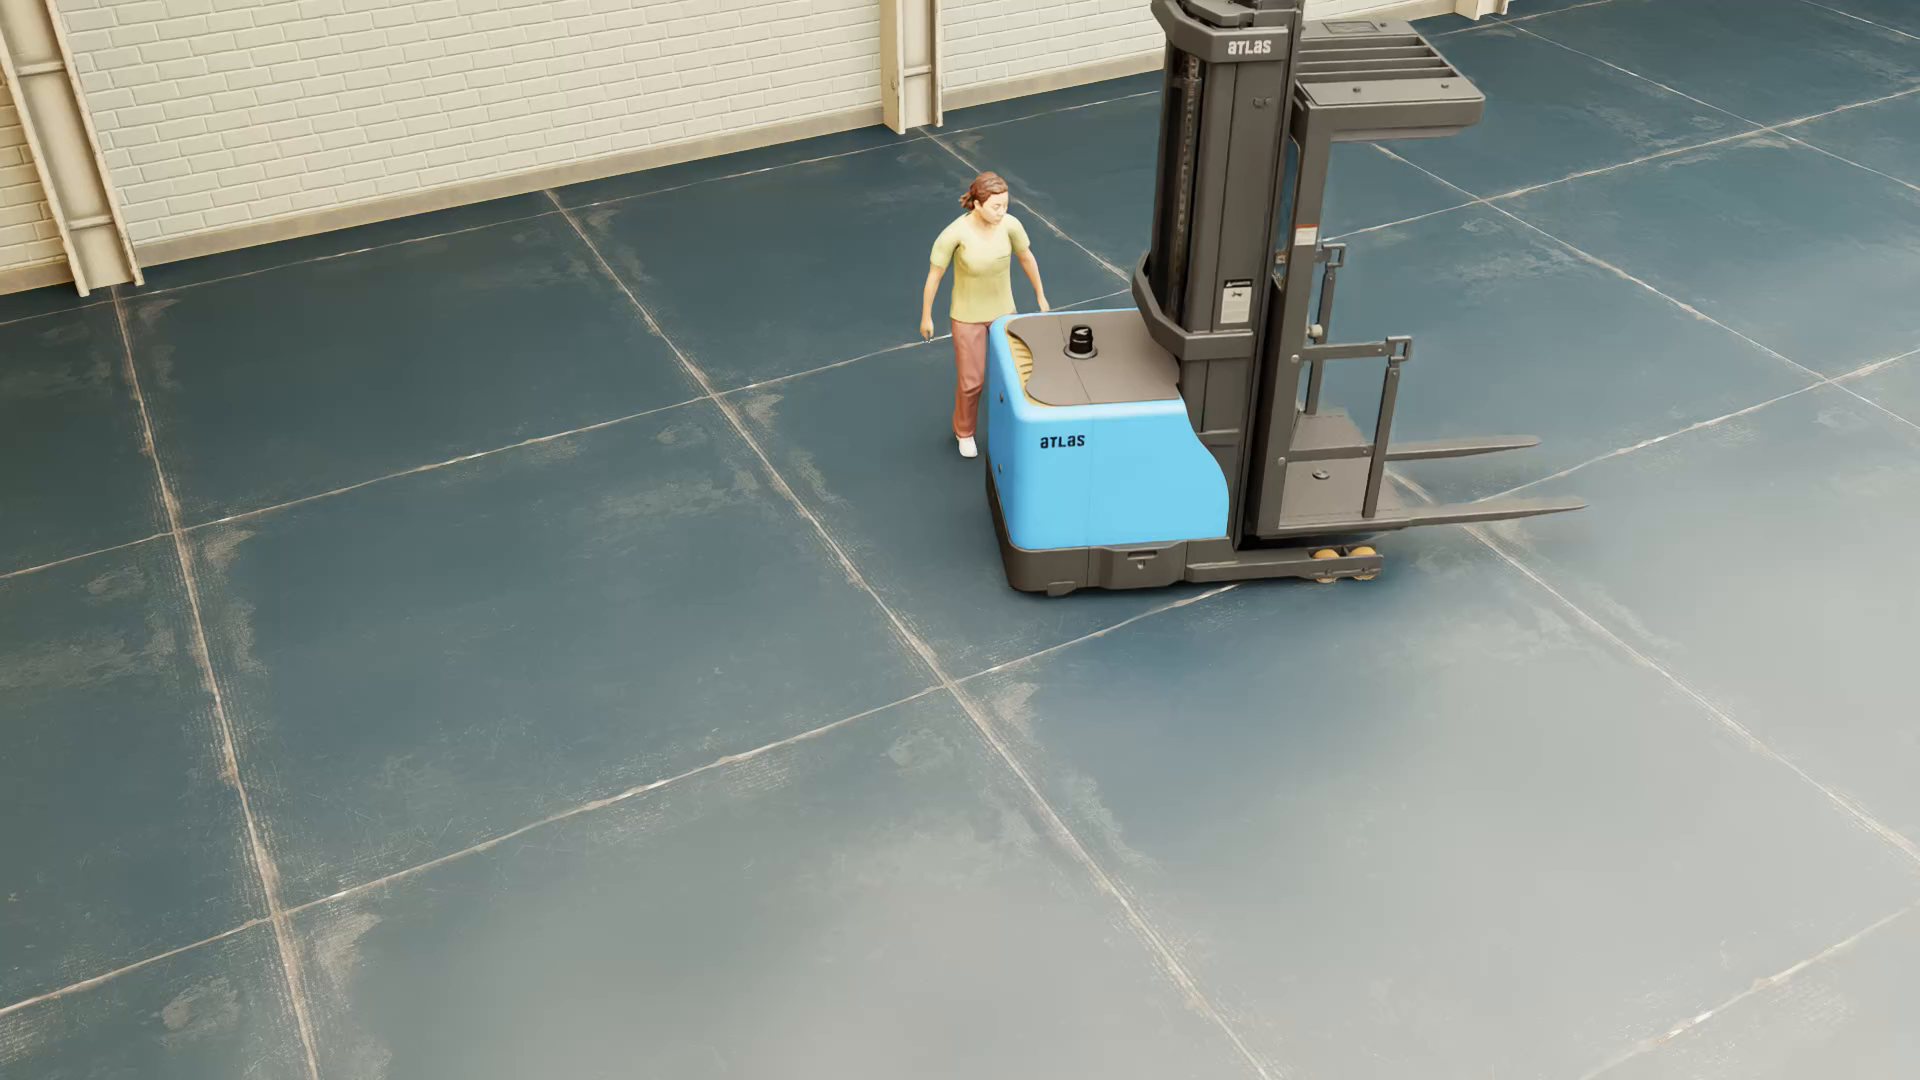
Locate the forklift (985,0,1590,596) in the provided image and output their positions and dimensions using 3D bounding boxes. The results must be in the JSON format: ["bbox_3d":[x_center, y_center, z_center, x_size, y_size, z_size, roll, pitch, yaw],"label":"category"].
[{"bbox_3d":[1.691,-1.283,7.938,3.031,2.935,1.130,-4,35,-6],"label":"forklift"}]

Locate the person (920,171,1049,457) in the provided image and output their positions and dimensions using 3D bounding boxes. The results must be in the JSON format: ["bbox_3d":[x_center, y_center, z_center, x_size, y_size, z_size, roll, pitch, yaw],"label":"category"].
[{"bbox_3d":[0.155,-1.215,8.957,0.737,1.650,0.369,-14,37,-18],"label":"person"}]
